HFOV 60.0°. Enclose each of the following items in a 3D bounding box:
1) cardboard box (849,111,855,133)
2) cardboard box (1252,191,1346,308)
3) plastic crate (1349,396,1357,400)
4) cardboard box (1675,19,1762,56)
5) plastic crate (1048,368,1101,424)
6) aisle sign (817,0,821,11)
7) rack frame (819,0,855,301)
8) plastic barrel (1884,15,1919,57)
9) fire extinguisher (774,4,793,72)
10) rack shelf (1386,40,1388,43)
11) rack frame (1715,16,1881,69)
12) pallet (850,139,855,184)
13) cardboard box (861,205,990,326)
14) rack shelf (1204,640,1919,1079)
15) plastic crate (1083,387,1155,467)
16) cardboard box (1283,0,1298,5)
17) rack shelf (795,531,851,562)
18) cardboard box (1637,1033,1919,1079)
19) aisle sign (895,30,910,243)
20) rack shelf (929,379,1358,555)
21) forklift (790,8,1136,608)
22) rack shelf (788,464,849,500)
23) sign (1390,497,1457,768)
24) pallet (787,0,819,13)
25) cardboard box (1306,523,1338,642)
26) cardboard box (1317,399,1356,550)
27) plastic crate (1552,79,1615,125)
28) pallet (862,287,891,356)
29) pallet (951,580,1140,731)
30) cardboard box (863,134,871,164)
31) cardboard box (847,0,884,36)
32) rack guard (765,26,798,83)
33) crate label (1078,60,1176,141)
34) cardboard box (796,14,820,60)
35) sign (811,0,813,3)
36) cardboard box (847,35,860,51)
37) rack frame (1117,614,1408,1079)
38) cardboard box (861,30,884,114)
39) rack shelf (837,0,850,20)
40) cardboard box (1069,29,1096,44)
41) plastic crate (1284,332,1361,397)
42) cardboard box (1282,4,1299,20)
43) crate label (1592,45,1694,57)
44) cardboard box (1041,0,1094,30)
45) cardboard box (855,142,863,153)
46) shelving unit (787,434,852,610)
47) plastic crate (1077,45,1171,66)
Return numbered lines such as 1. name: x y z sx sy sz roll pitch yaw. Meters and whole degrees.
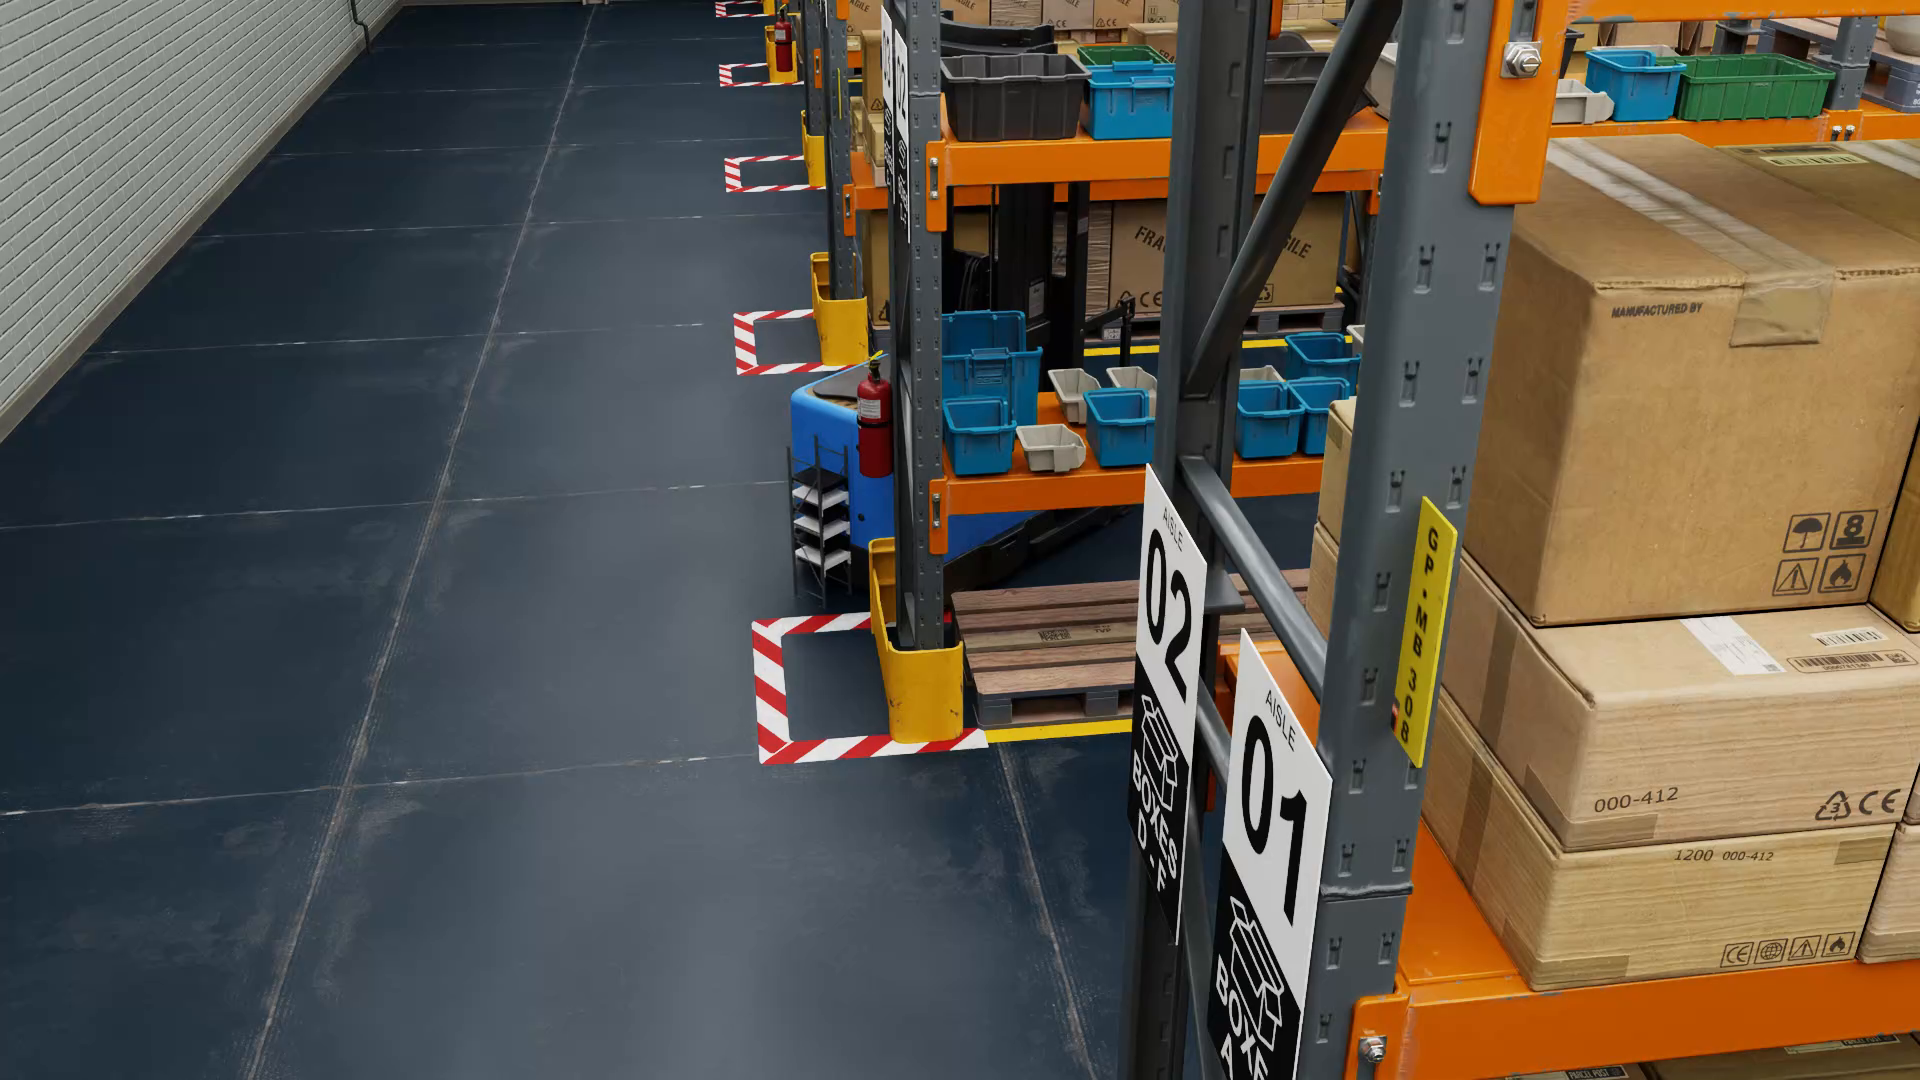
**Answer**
1. cardboard box: -1.006 -4.349 17.278 0.250 0.149 0.380 -4 27 -8
2. cardboard box: 2.399 -2.377 12.965 0.875 0.875 0.875 -4 27 -7
3. plastic crate: 2.071 -0.565 7.789 0.466 0.136 0.293 -4 27 -7
4. cardboard box: 5.652 -3.808 12.677 0.637 0.503 0.797 -3 27 -6
5. plastic crate: 0.575 -0.691 8.035 0.243 0.136 0.396 -4 27 -7
6. aisle sign: -1.011 -4.175 11.753 0.004 0.787 0.394 -4 27 -7
7. rack frame: -0.898 -2.887 12.091 0.127 3.000 1.000 -4 27 -7
8. plastic barrel: 4.309 -2.405 7.256 0.433 0.535 0.433 0 27 0
9. fire extinguisher: -1.802 -5.128 16.952 0.183 0.674 0.296 -4 27 -7
10. rack shelf: 4.453 -5.198 17.382 4.000 0.370 1.077 -4 27 -7
11. rack frame: 3.753 -3.572 6.854 0.127 3.000 1.000 -4 27 -7
12. pallet: -0.604 -3.936 17.189 1.213 0.211 1.003 -4 27 -7
13. cardboard box: -0.275 -2.206 12.630 0.875 0.875 0.875 -4 27 -7
14. rack shelf: 2.459 0.450 3.090 4.000 0.370 1.077 -4 27 -7
15. plastic crate: 0.735 -0.509 7.574 0.300 0.233 0.416 -4 27 -7
16. cardboard box: 3.183 -5.432 16.541 0.250 0.149 0.380 -4 27 -8
17. rack shelf: -0.753 0.015 9.005 0.258 0.077 0.200 21 34 35
18. cardboard box: 1.471 1.156 3.006 0.500 0.500 0.500 -3 27 -7
19. aisle sign: -0.238 -1.666 6.864 0.004 0.787 0.394 -4 27 -7
20. rack shelf: 1.773 -0.455 8.140 4.000 0.370 1.077 -4 27 -7
21. forklift: 0.406 -1.521 9.504 1.130 2.935 3.031 21 34 35
22. rack shelf: -0.753 -0.305 8.841 0.258 0.077 0.200 21 34 35
23. sign: 0.554 0.113 2.001 0.005 0.325 0.100 -4 27 -7
24. pallet: -2.109 -8.426 25.941 1.213 0.211 1.003 -4 27 -7
25. cardboard box: 0.951 0.172 3.009 0.500 0.250 0.500 -4 27 -7
26. cardboard box: 0.952 -0.047 2.887 0.500 0.250 0.500 -4 27 -7
27. plastic crate: 2.547 -1.867 7.106 0.466 0.136 0.293 -4 27 -7
28. pallet: -0.117 -1.733 12.896 1.213 0.211 1.003 -4 27 -7
29. pallet: 0.614 0.557 8.432 1.213 0.211 1.003 -4 27 -7
30. cardboard box: -0.591 -2.947 12.483 0.250 0.149 0.380 -3 27 -6
31. cardboard box: -1.006 -5.216 16.195 0.500 0.500 0.500 -2 27 -5
32. rack guard: -2.302 -6.254 21.390 0.348 0.500 1.175 -4 27 -7
33. crate label: 0.751 -1.829 6.907 0.502 0.251 0.408 -4 27 -7
34. cardboard box: -1.639 -6.501 21.481 0.875 0.438 0.875 -5 28 -9
35. sign: -1.413 -5.276 15.798 0.005 0.325 0.100 -4 27 -7
36. cardboard box: -1.122 -4.897 16.283 0.250 0.149 0.380 -4 27 -8
37. rack frame: 0.479 1.591 3.363 0.127 3.000 1.000 -4 27 -7
38. cardboard box: -0.452 -3.436 12.178 0.500 0.500 0.500 -3 27 -6
39. rack shelf: 1.083 -4.029 11.819 4.000 0.370 1.077 -4 27 -7
40. cardboard box: 1.186 -5.063 16.607 0.250 0.149 0.380 -5 28 -9
41. plastic crate: 1.790 -0.847 8.233 0.300 0.233 0.416 -4 27 -7
42. cardboard box: 3.200 -5.303 16.614 0.250 0.149 0.380 -3 27 -6
43. crate label: 3.228 -2.219 7.793 0.466 0.136 0.293 -4 27 -7
44. cardboard box: 1.026 -5.345 16.446 0.500 0.500 0.500 -4 27 -7
45. cardboard box: -0.925 -3.943 16.812 0.250 0.149 0.380 -3 27 -6
46. shelving unit: -0.753 -0.095 8.949 0.258 0.900 0.210 21 34 35
47. plastic crate: 0.729 -2.080 7.465 0.336 0.188 0.450 -4 27 -7
